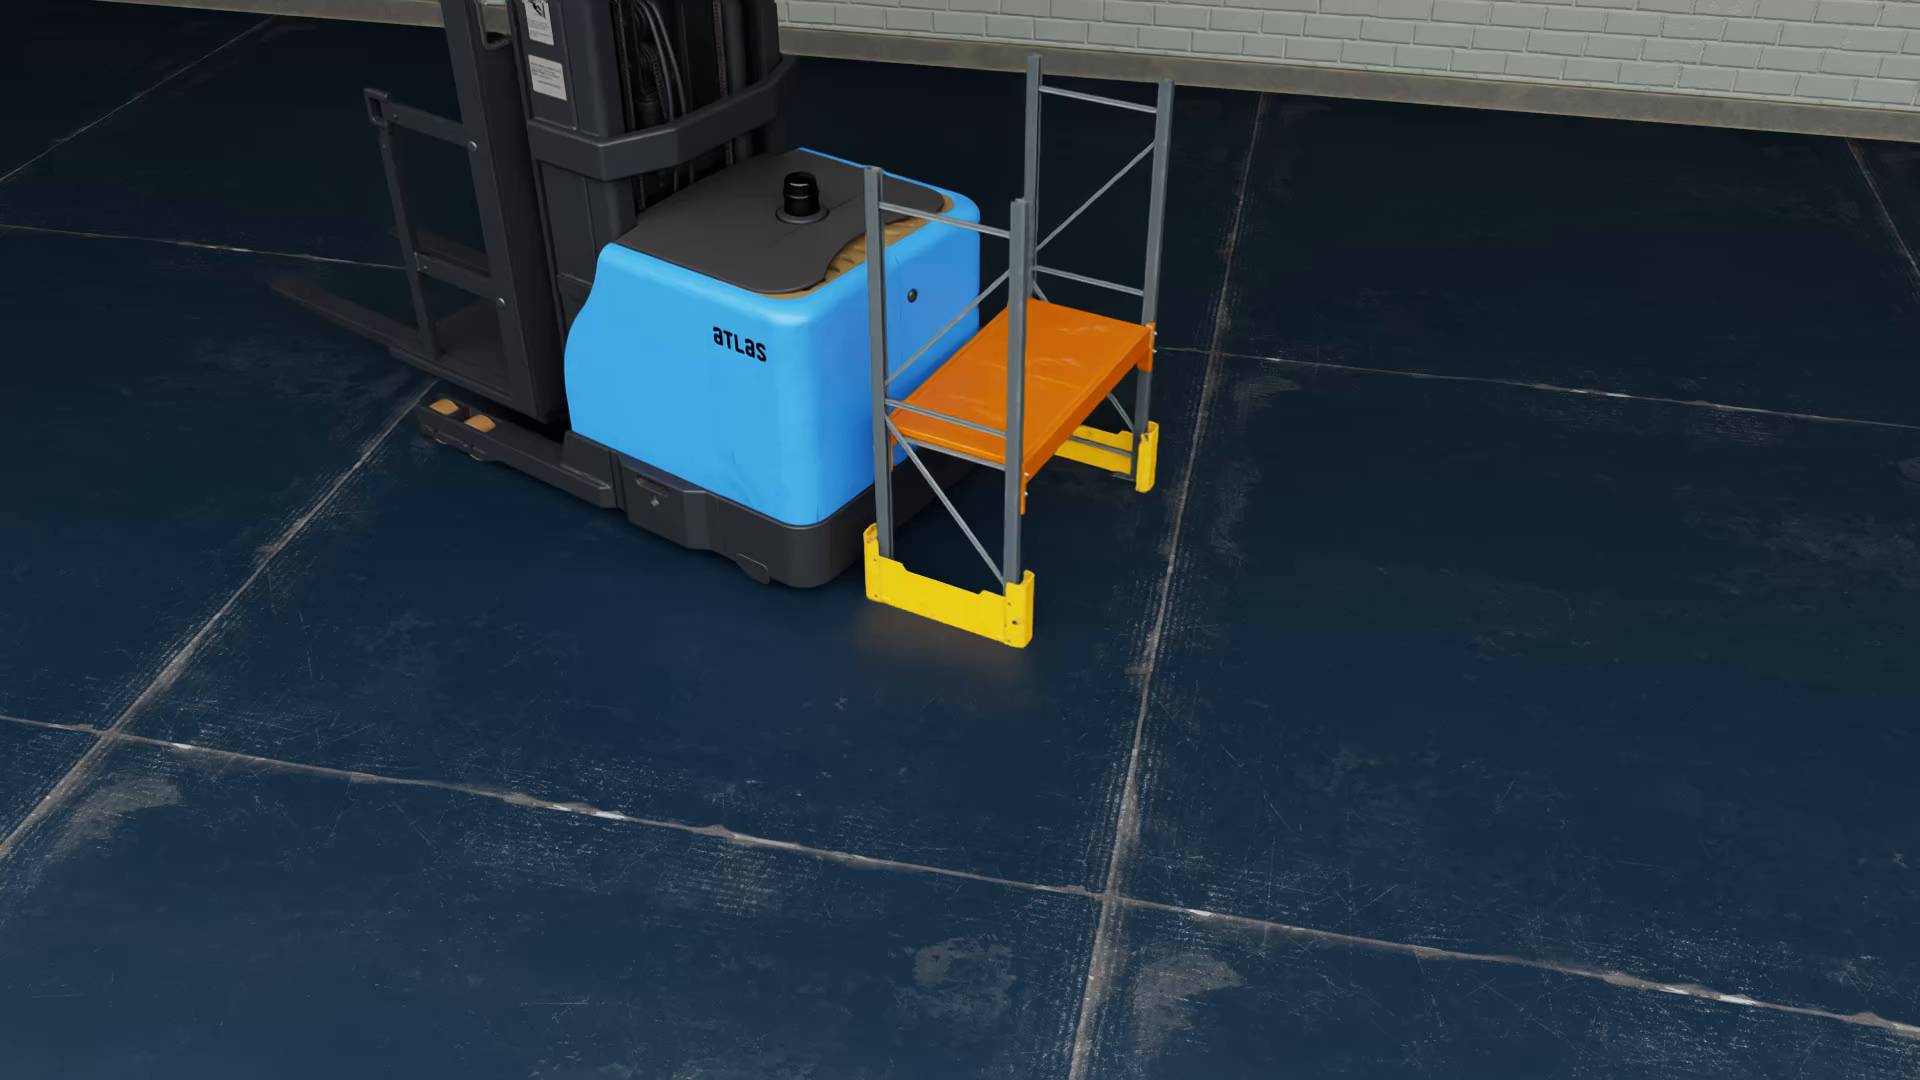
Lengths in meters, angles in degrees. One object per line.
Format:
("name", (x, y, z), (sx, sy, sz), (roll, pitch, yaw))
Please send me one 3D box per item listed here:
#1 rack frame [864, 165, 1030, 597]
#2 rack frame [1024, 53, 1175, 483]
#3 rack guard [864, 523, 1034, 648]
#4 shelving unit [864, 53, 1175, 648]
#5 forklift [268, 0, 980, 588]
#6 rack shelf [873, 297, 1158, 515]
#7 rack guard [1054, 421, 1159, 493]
("rack frame", (-0.040, -0.361, 4.970), (0.500, 1.500, 0.032), (18, 39, 23))
("rack frame", (0.442, -0.886, 5.695), (0.500, 1.500, 0.032), (18, 39, 23))
("rack guard", (-0.040, 0.144, 5.338), (0.587, 0.250, 0.087), (18, 39, 23))
("shelving unit", (0.197, -0.619, 5.326), (0.587, 1.500, 1.083), (18, 39, 23))
("forklift", (-1.415, -1.711, 5.613), (3.031, 2.935, 1.130), (23, 42, 28))
("rack shelf", (0.201, -0.478, 5.438), (0.538, 0.185, 1.000), (18, 39, 23))
("rack guard", (0.433, -0.370, 6.048), (0.587, 0.250, 0.087), (18, 39, 23))
